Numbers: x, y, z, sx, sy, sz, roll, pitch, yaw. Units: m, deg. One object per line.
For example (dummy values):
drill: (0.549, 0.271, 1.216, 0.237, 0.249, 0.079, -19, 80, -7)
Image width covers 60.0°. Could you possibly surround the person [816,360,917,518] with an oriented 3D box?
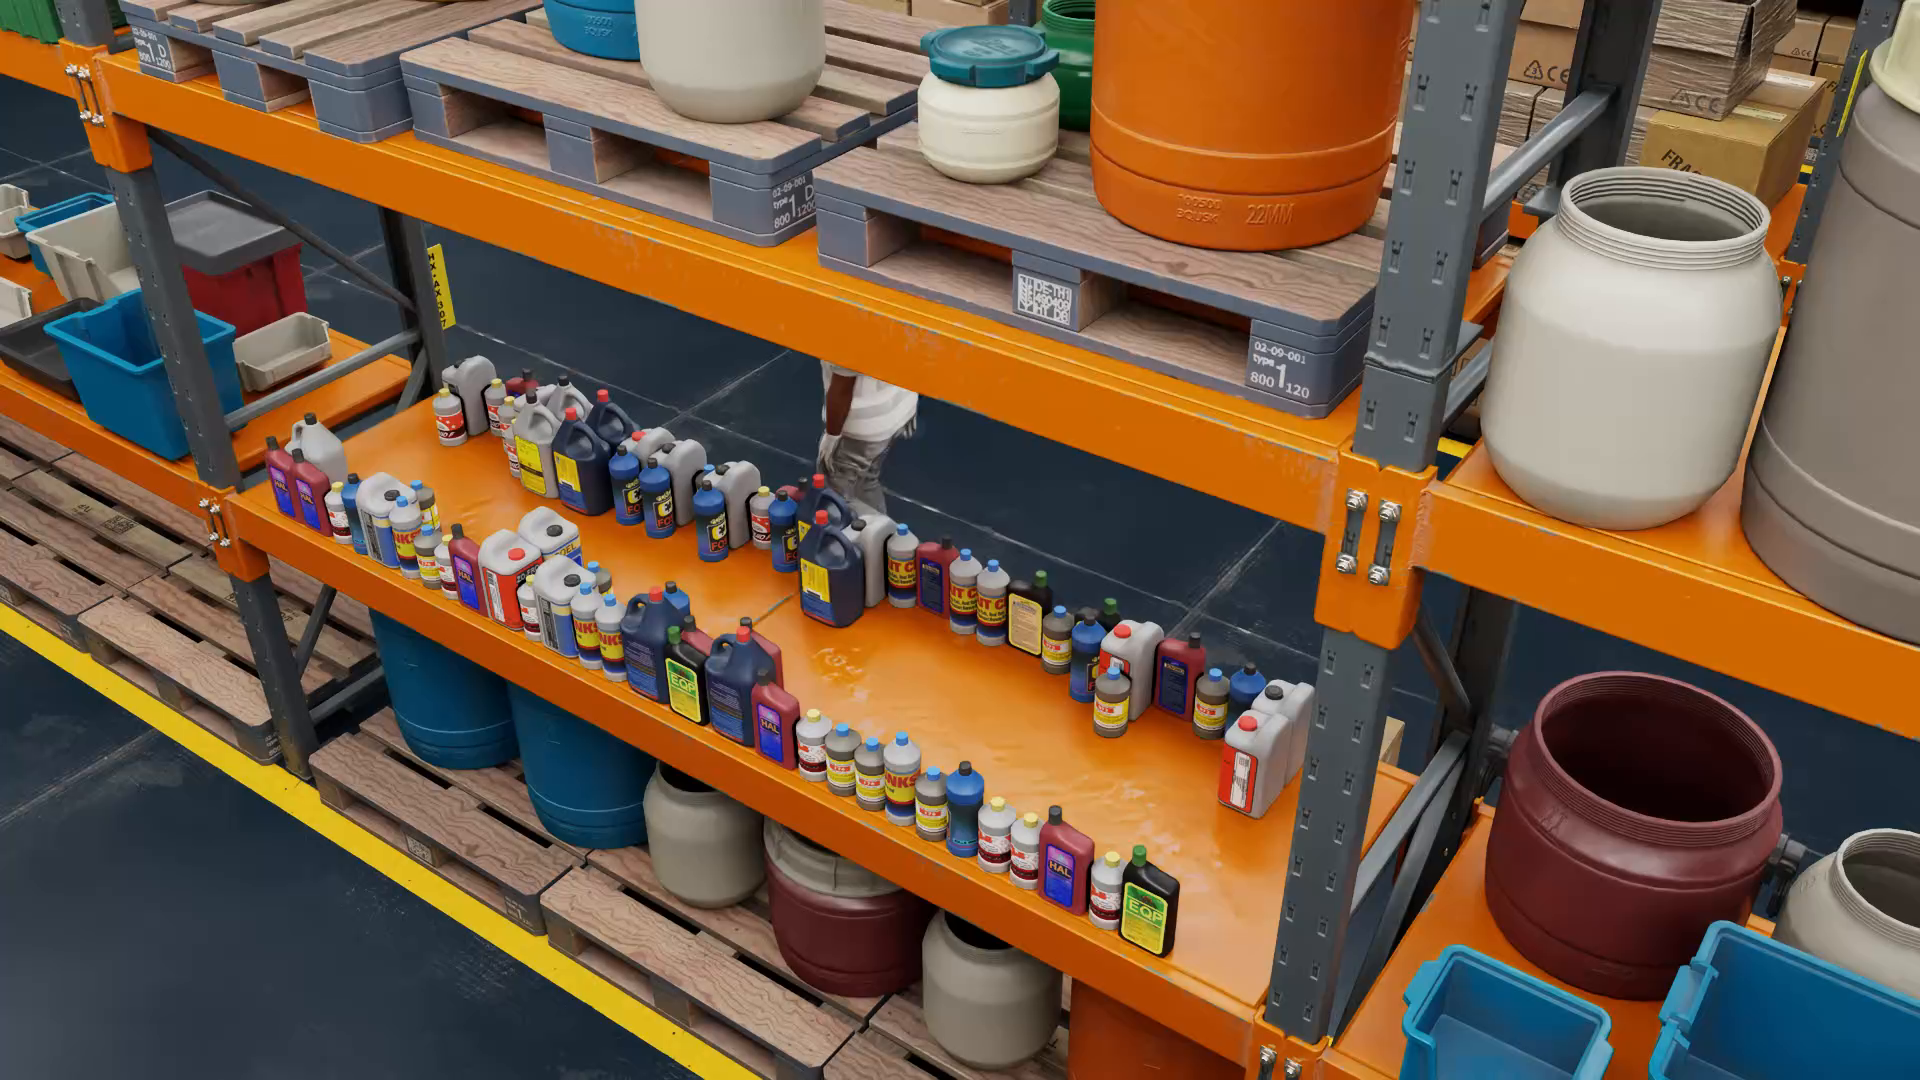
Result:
person: (-0.317, -0.515, 6.786, 0.534, 1.707, 0.566, 18, 38, 24)
